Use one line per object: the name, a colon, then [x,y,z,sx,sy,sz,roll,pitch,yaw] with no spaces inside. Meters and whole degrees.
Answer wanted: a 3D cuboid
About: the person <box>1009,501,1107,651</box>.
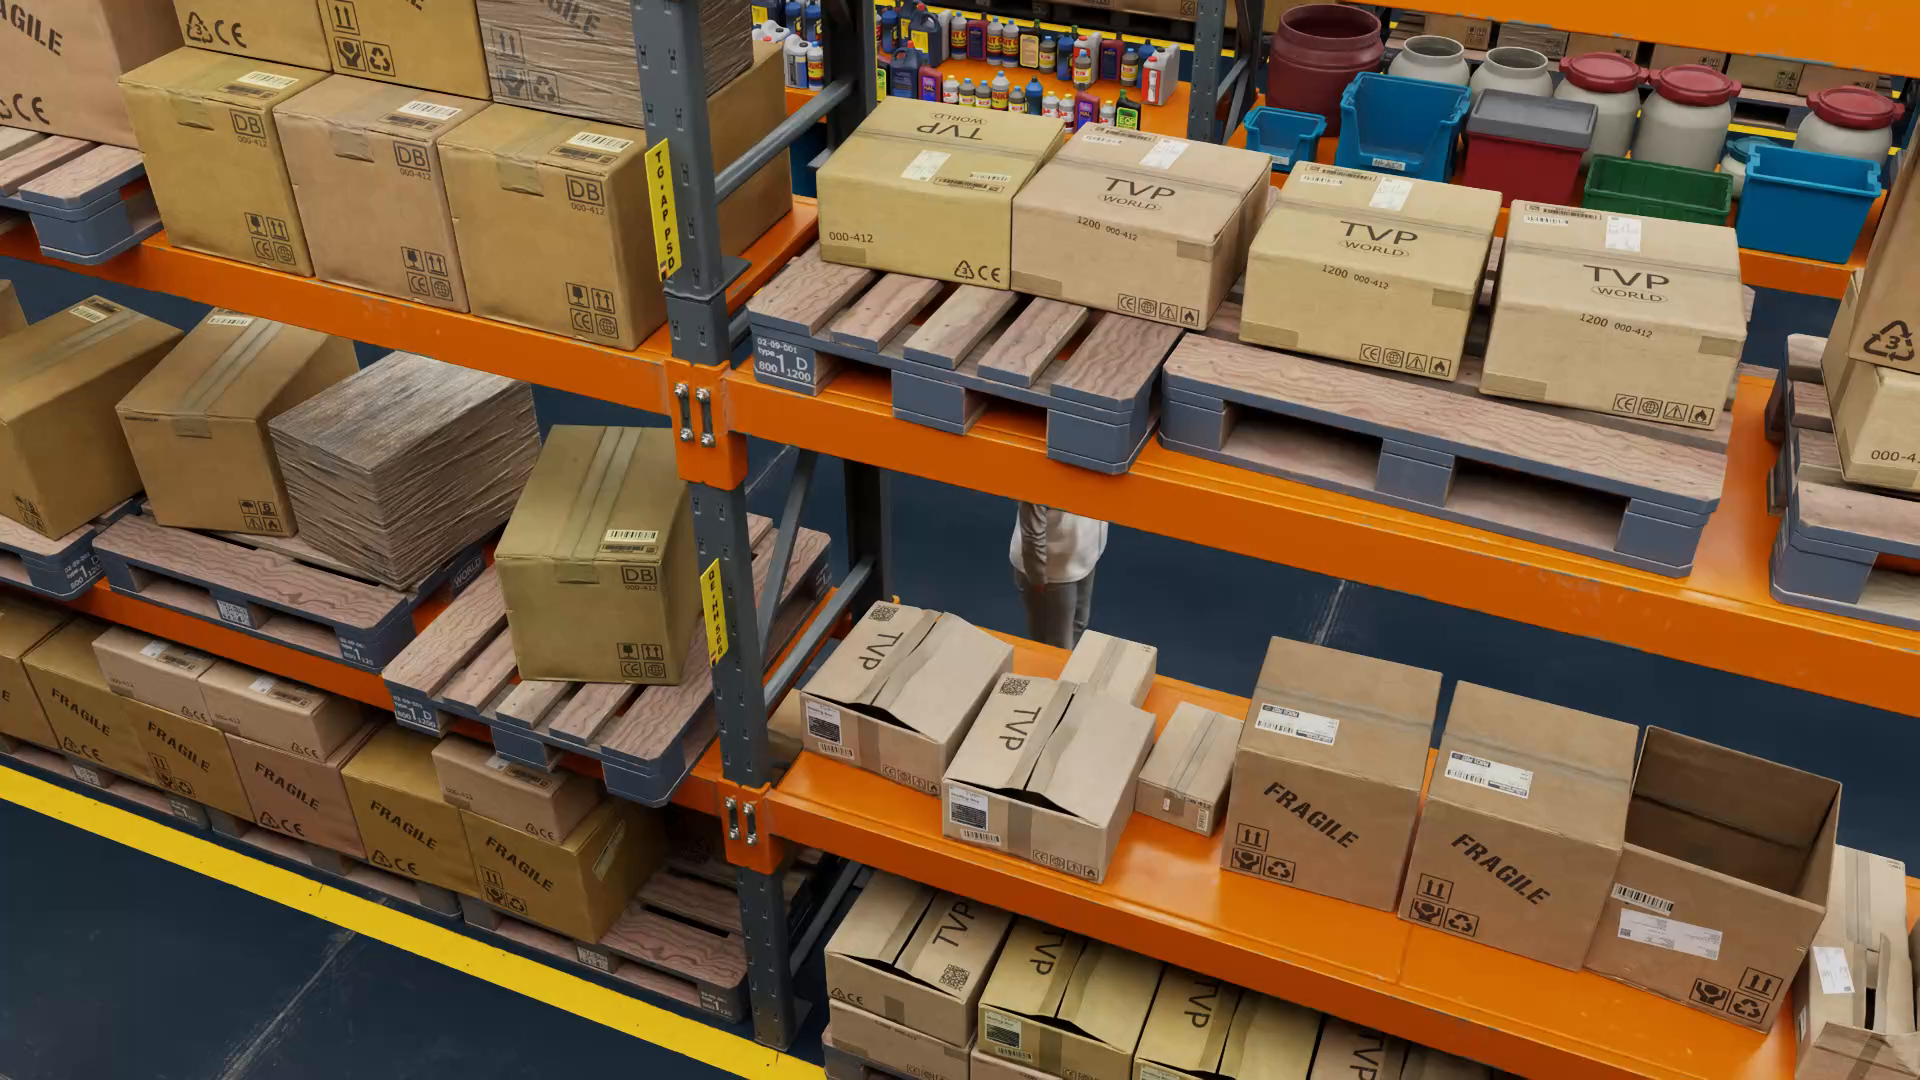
person: [0.401,0.050,6.742,0.359,1.763,0.533,15,40,19]
